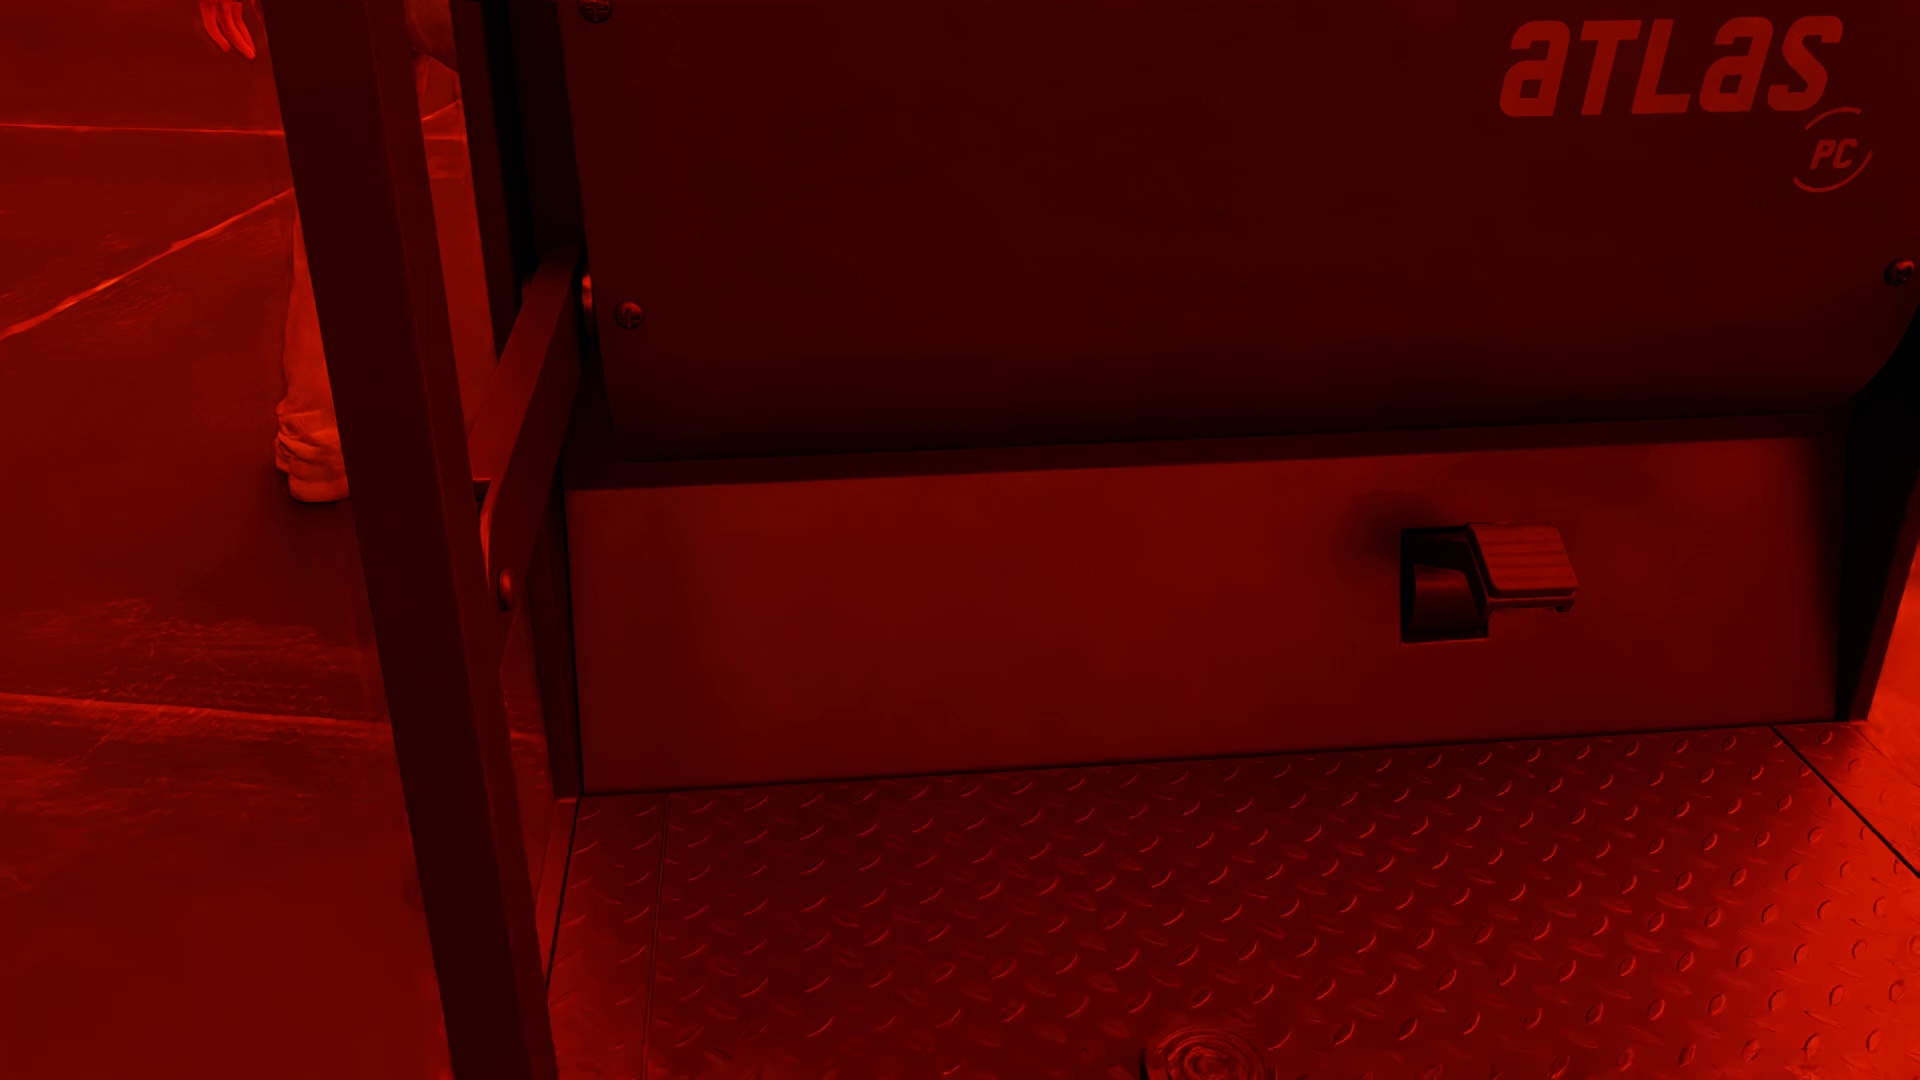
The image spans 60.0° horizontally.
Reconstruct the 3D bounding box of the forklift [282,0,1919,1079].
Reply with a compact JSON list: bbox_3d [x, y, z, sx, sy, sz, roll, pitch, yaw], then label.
[{"bbox_3d":[0.241,-0.735,0.690,1.130,2.935,3.031,-3,27,-5],"label":"forklift"}]

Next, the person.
[{"bbox_3d":[-0.735,-0.846,2.321,0.850,1.711,0.440,10,28,19],"label":"person"}]
